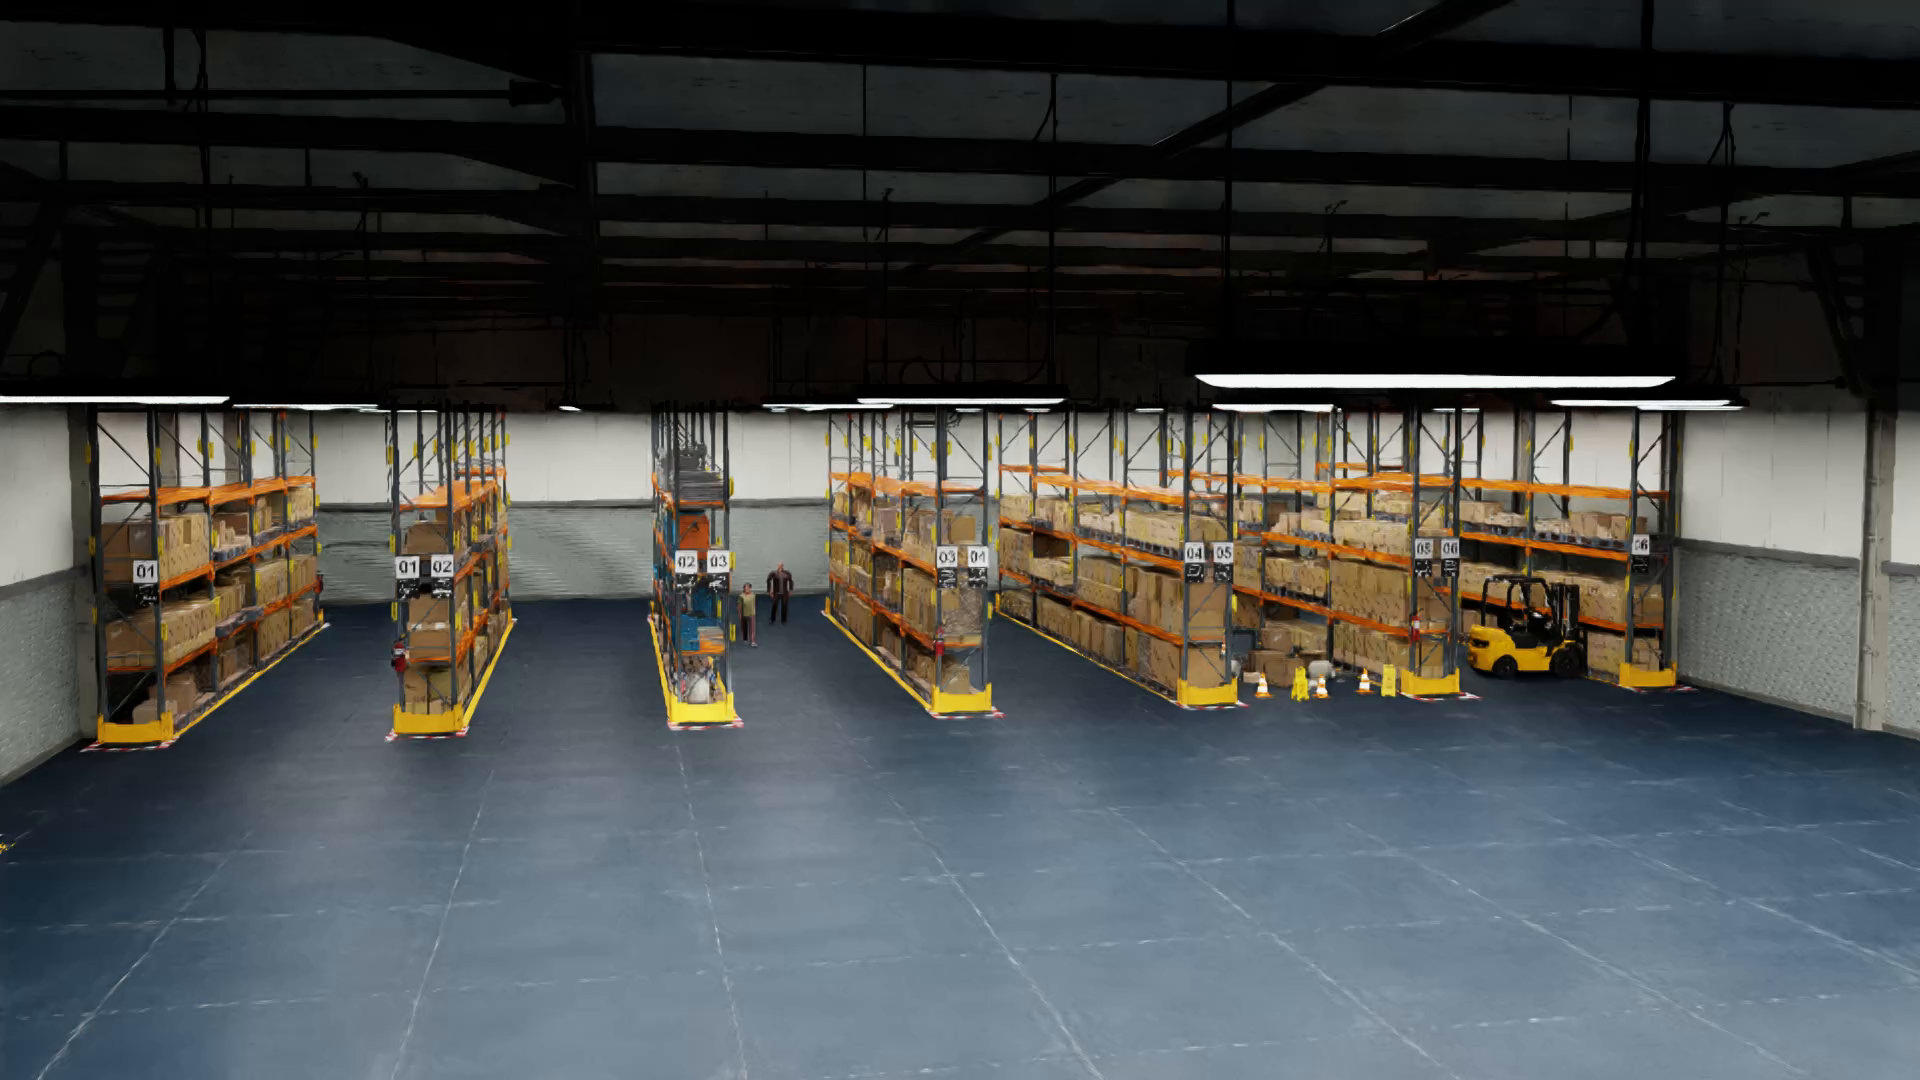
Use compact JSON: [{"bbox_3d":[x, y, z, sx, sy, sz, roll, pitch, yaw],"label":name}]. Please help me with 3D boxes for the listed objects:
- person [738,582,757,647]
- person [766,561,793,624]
[{"bbox_3d":[-5.250,1.824,41.013,0.448,1.586,1.110,-1,4,-10],"label":"person"},{"bbox_3d":[-4.933,1.436,45.482,0.729,1.733,0.544,-1,4,-14],"label":"person"}]
